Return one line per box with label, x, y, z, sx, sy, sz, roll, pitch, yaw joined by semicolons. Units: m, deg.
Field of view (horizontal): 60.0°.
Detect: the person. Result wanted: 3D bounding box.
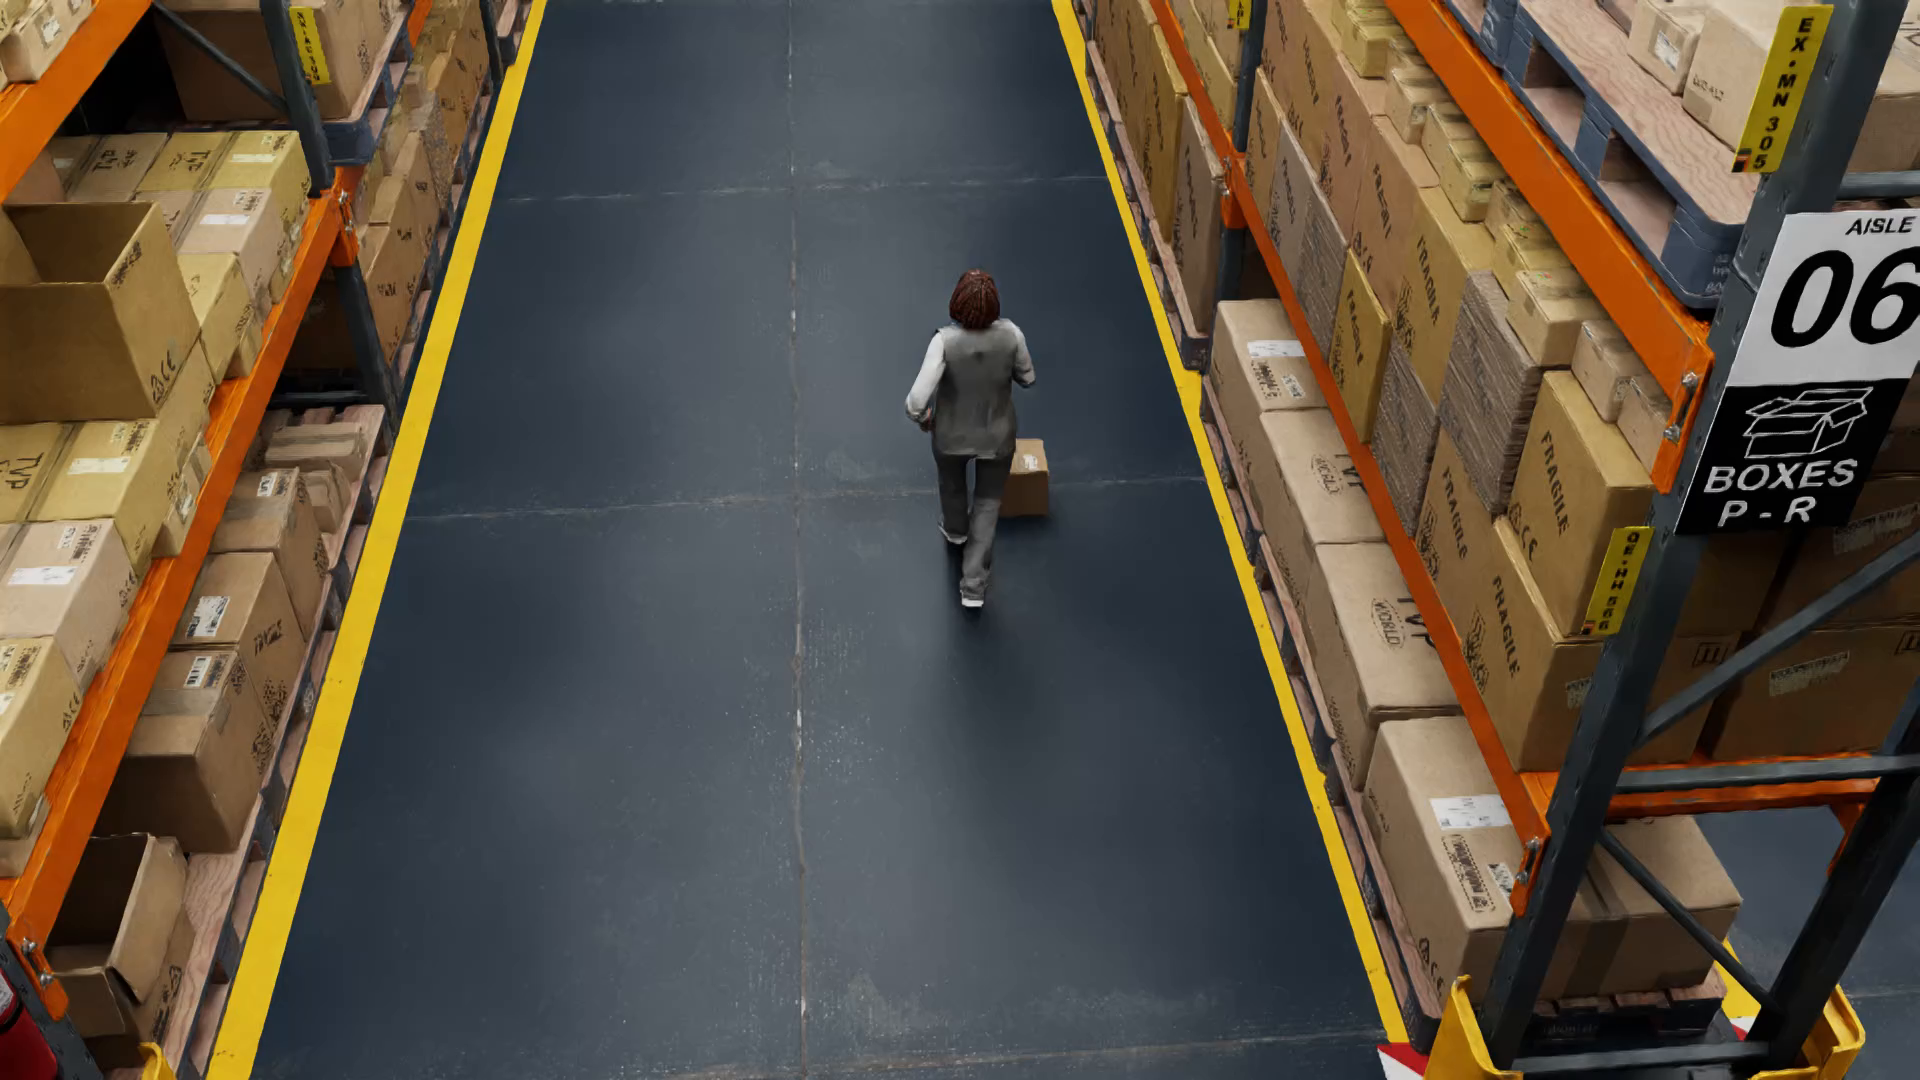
person;0.050;-0.480;6.752;0.506;1.576;0.735;1;40;1
